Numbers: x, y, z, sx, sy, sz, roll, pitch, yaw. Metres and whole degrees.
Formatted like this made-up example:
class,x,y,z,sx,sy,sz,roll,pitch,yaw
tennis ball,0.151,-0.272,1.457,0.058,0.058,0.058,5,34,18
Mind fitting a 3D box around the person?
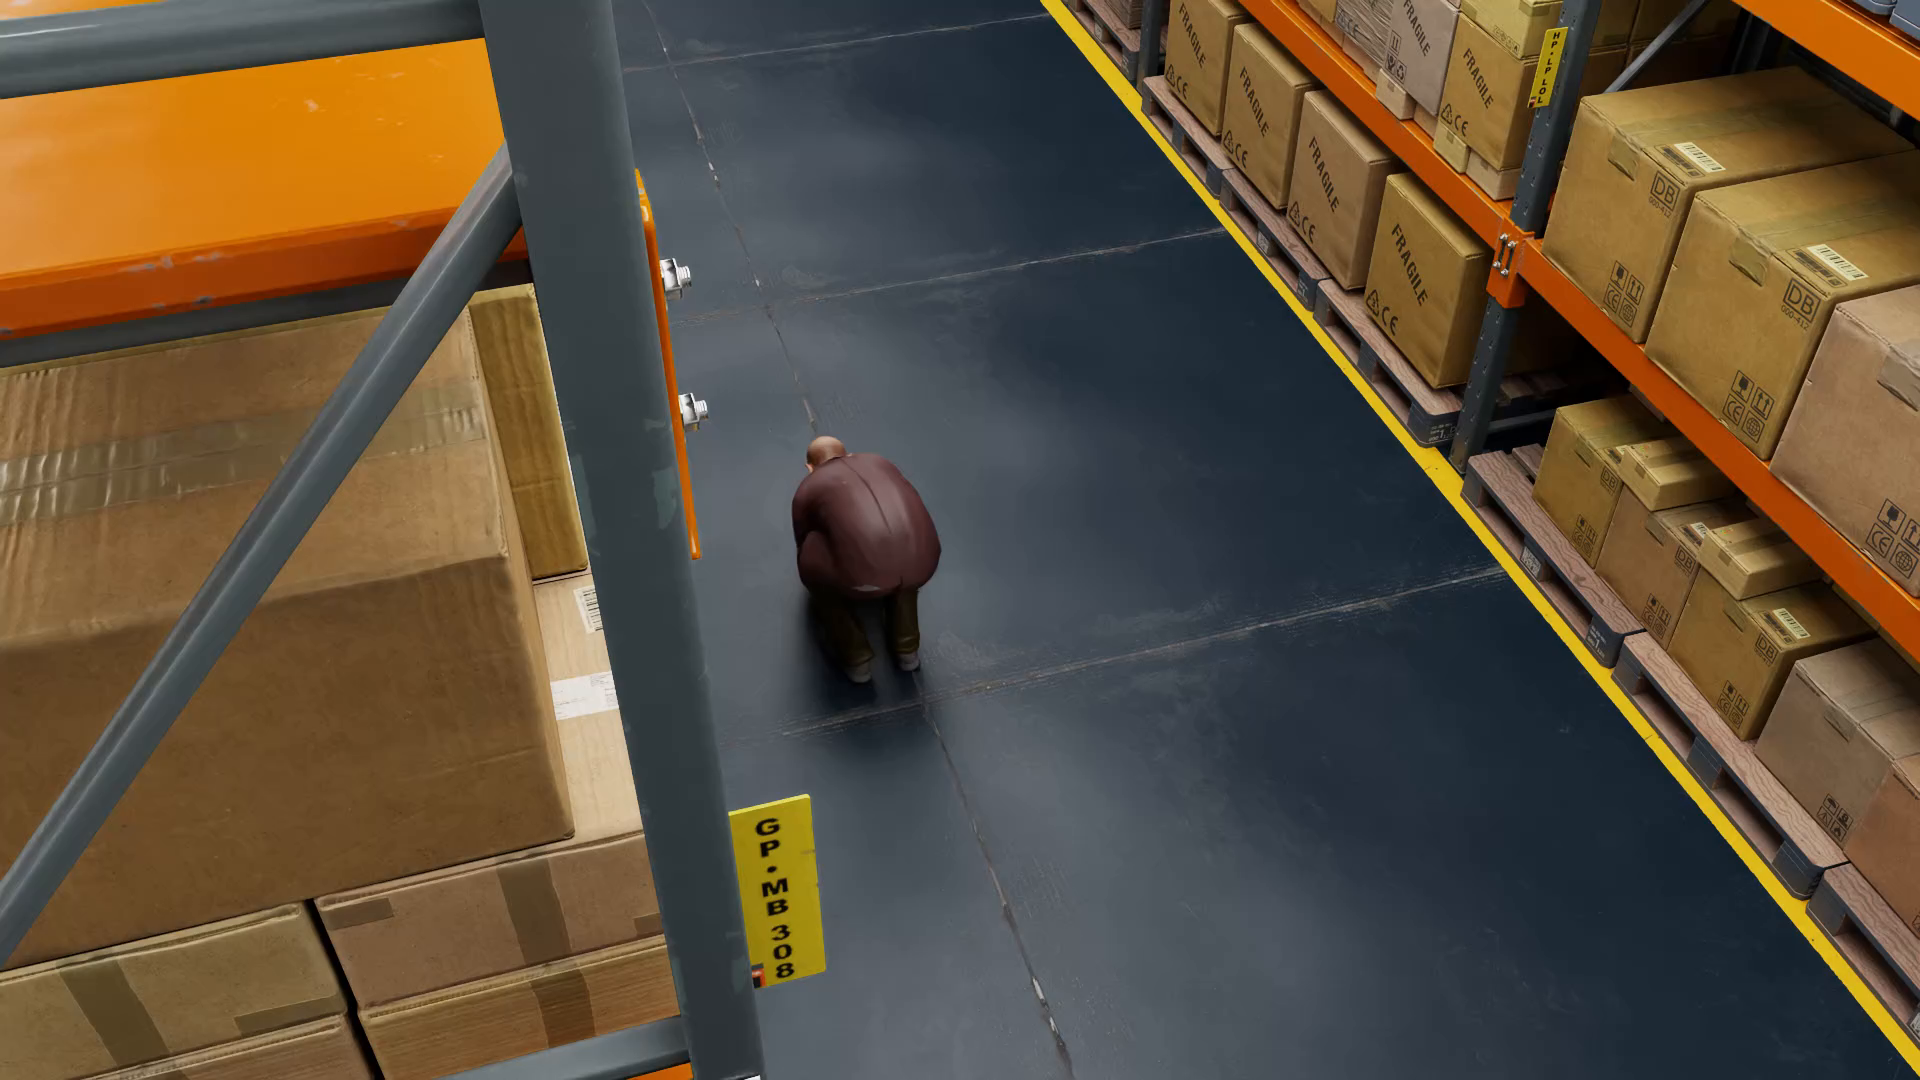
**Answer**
class,x,y,z,sx,sy,sz,roll,pitch,yaw
person,-0.410,0.052,6.762,0.584,0.933,0.956,-16,44,-17
